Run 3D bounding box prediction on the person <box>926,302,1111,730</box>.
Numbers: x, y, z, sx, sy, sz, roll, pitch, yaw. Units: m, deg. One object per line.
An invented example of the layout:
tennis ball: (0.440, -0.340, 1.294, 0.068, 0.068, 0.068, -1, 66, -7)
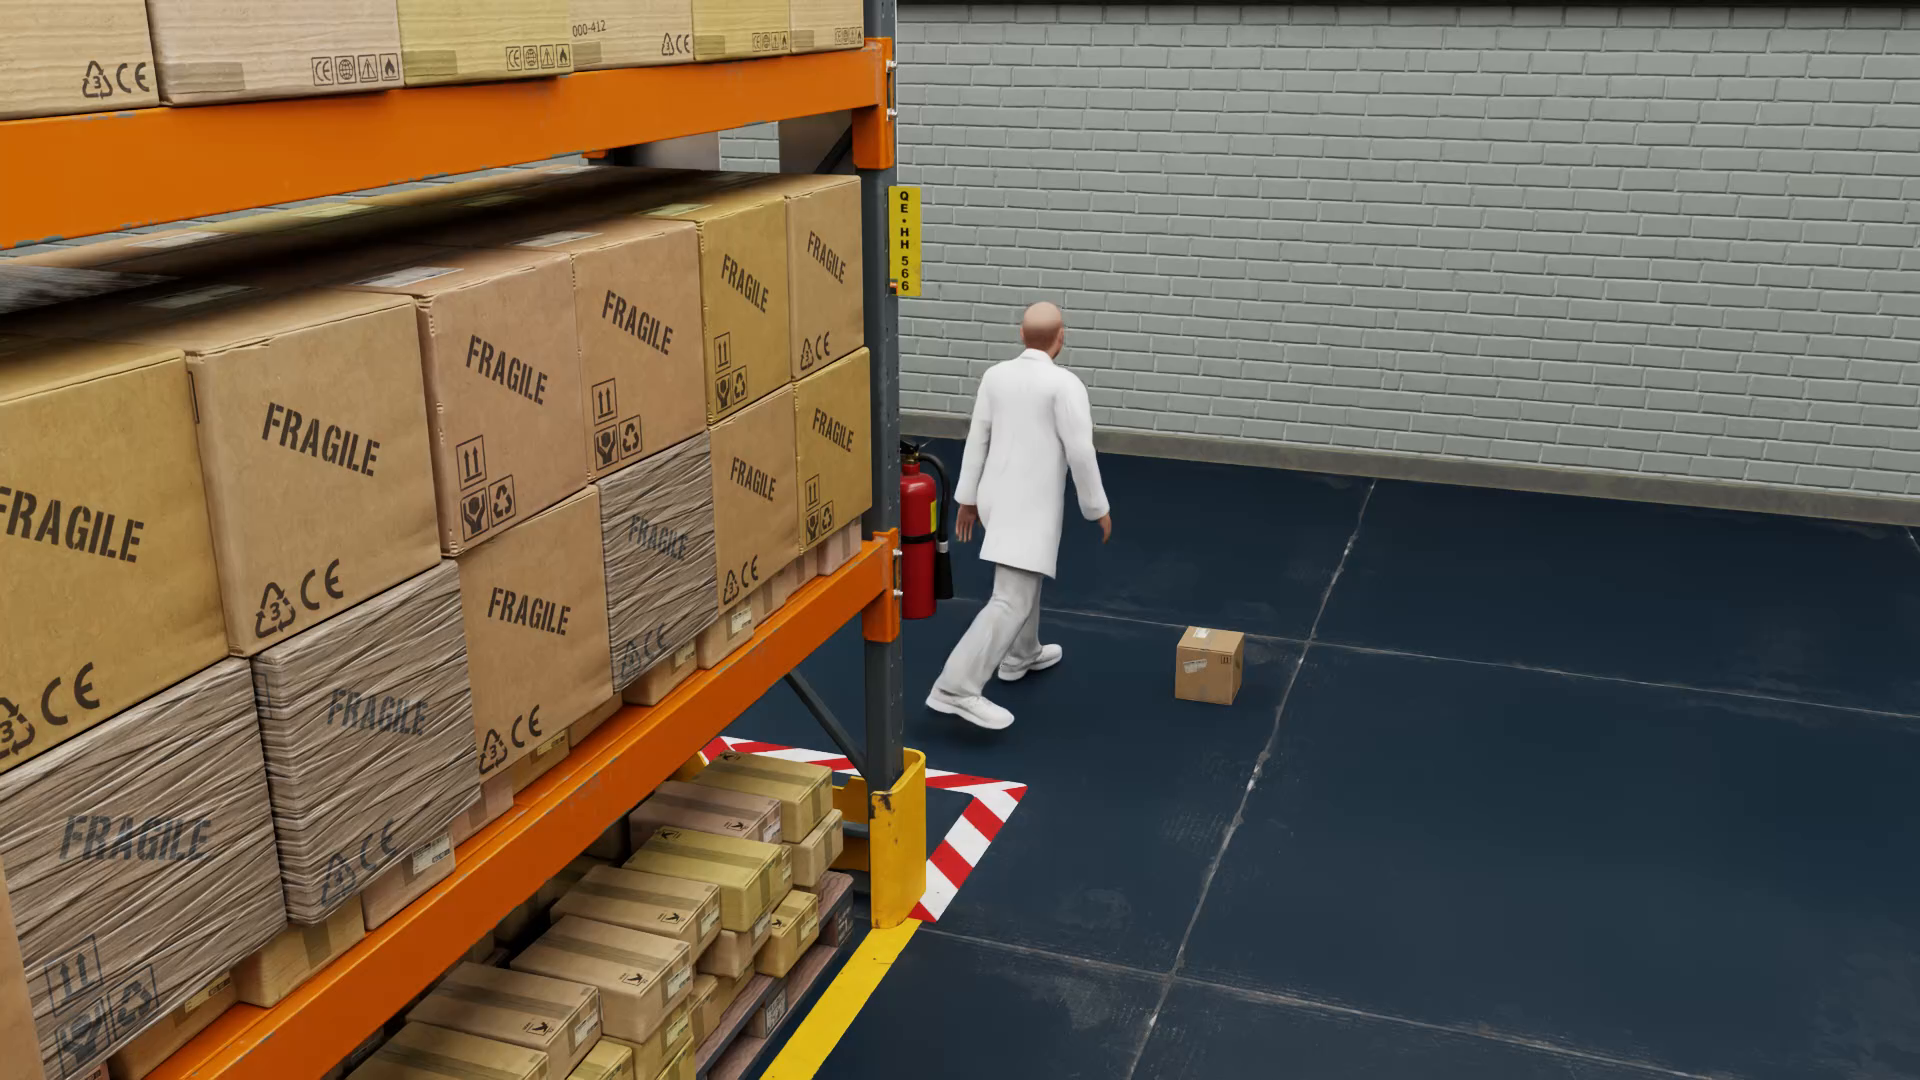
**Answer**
person: (0.210, -0.117, 6.996, 0.968, 1.715, 0.666, -14, 23, -36)
